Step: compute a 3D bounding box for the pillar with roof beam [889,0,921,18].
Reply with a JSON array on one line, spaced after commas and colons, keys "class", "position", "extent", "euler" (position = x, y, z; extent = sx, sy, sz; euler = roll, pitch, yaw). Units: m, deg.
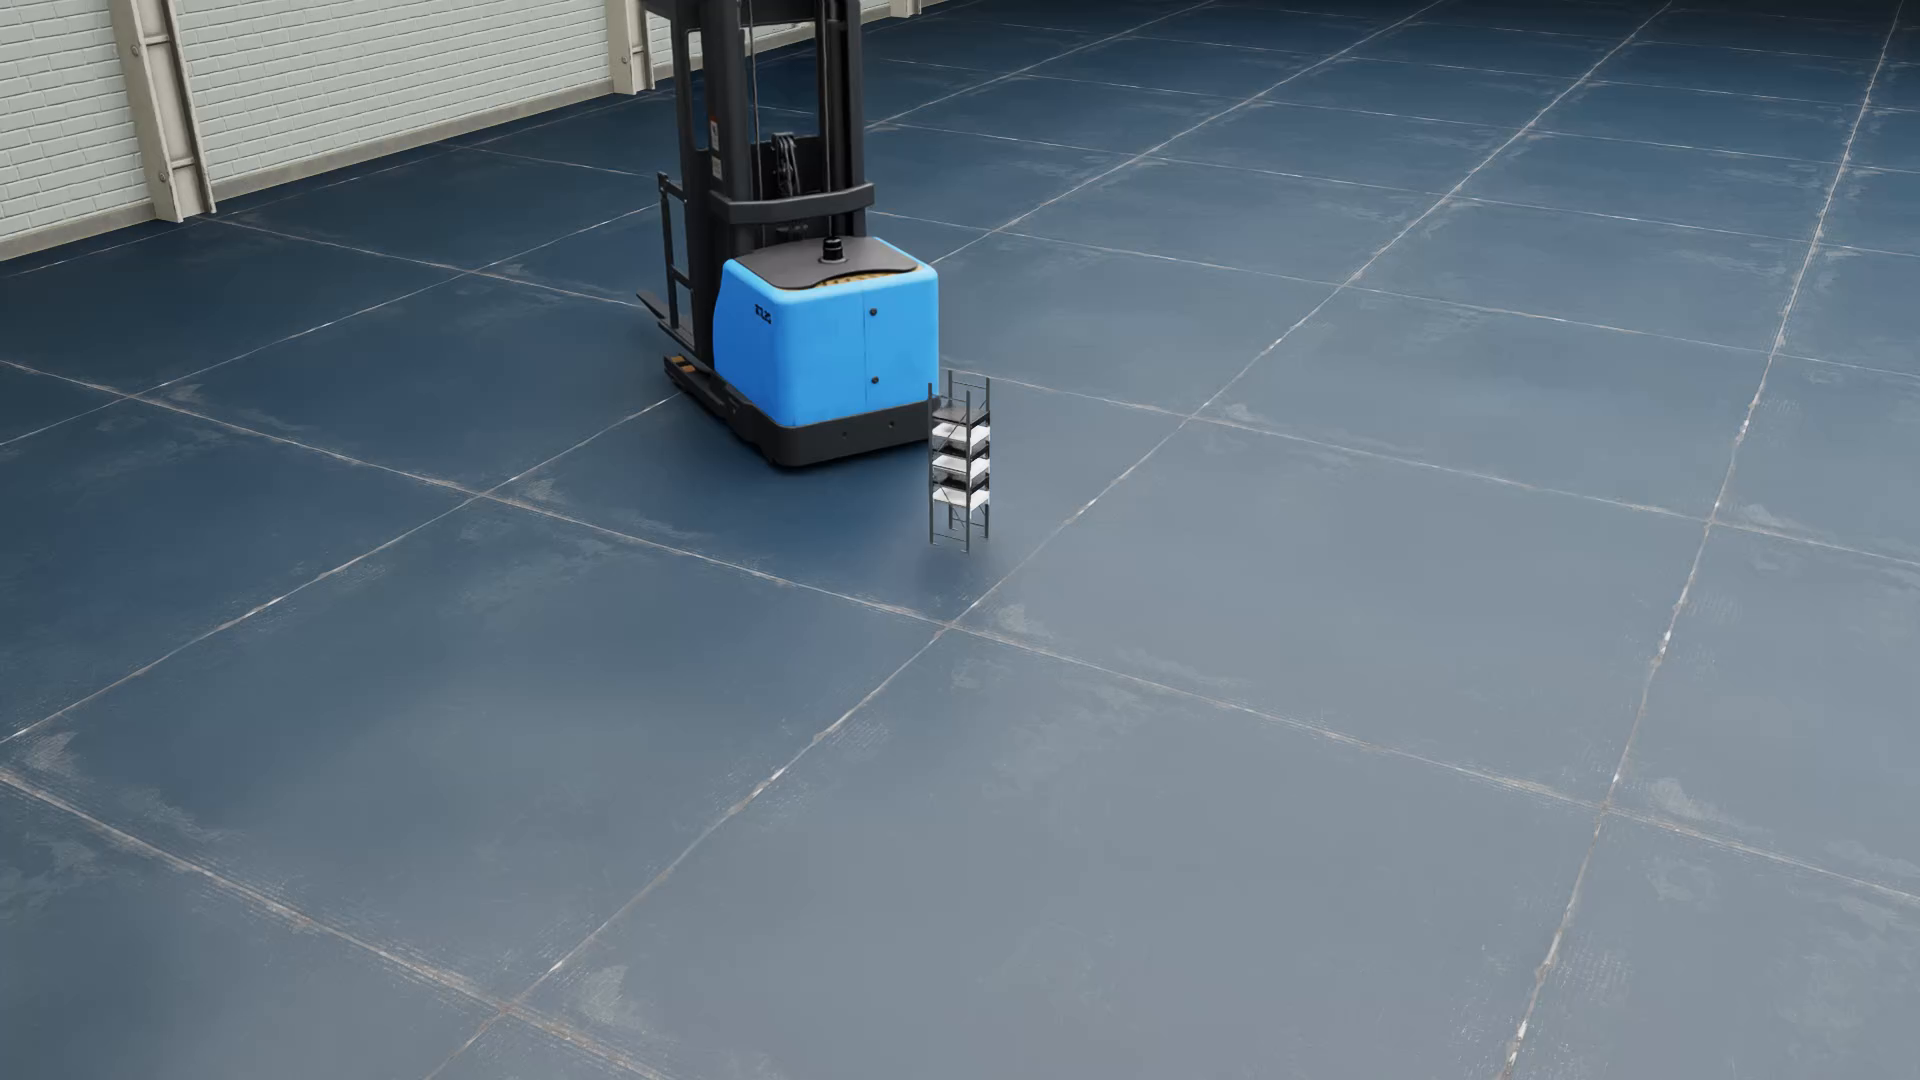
[{"class": "pillar with roof beam", "position": [2.966, -10.561, 19.795], "extent": [9.100, 9.000, 0.400], "euler": [14, 30, 26]}]

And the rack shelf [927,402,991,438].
[{"class": "rack shelf", "position": [-0.004, -0.611, 8.436], "extent": [0.258, 0.077, 0.200], "euler": [14, 30, 26]}]

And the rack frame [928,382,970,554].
[{"class": "rack frame", "position": [-0.054, -0.360, 8.463], "extent": [0.240, 0.900, 0.006], "euler": [14, 30, 26]}]

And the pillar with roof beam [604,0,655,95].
[{"class": "pillar with roof beam", "position": [0.014, -8.223, 15.124], "extent": [9.100, 9.000, 0.400], "euler": [14, 30, 26]}]

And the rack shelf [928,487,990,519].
[{"class": "rack shelf", "position": [-0.004, -0.208, 8.638], "extent": [0.258, 0.077, 0.200], "euler": [14, 30, 26]}]

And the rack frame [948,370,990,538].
[{"class": "rack frame", "position": [0.046, -0.439, 8.621], "extent": [0.240, 0.900, 0.006], "euler": [14, 30, 26]}]

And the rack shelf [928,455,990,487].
[{"class": "rack shelf", "position": [-0.004, -0.369, 8.557], "extent": [0.258, 0.077, 0.200], "euler": [14, 30, 26]}]

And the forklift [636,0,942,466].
[{"class": "forklift", "position": [-1.265, -2.352, 10.173], "extent": [1.130, 2.935, 3.031], "euler": [-14, 30, -26]}]

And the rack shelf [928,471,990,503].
[{"class": "rack shelf", "position": [-0.004, -0.289, 8.597], "extent": [0.258, 0.077, 0.200], "euler": [14, 30, 26]}]

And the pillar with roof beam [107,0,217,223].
[{"class": "pillar with roof beam", "position": [-2.937, -5.885, 10.452], "extent": [9.100, 9.000, 0.400], "euler": [14, 30, 26]}]

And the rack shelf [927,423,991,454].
[{"class": "rack shelf", "position": [-0.004, -0.530, 8.477], "extent": [0.258, 0.077, 0.200], "euler": [14, 30, 26]}]

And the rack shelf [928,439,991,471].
[{"class": "rack shelf", "position": [-0.004, -0.450, 8.517], "extent": [0.258, 0.077, 0.200], "euler": [14, 30, 26]}]

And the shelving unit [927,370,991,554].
[{"class": "shelving unit", "position": [-0.004, -0.399, 8.542], "extent": [0.258, 0.900, 0.210], "euler": [14, 30, 26]}]
